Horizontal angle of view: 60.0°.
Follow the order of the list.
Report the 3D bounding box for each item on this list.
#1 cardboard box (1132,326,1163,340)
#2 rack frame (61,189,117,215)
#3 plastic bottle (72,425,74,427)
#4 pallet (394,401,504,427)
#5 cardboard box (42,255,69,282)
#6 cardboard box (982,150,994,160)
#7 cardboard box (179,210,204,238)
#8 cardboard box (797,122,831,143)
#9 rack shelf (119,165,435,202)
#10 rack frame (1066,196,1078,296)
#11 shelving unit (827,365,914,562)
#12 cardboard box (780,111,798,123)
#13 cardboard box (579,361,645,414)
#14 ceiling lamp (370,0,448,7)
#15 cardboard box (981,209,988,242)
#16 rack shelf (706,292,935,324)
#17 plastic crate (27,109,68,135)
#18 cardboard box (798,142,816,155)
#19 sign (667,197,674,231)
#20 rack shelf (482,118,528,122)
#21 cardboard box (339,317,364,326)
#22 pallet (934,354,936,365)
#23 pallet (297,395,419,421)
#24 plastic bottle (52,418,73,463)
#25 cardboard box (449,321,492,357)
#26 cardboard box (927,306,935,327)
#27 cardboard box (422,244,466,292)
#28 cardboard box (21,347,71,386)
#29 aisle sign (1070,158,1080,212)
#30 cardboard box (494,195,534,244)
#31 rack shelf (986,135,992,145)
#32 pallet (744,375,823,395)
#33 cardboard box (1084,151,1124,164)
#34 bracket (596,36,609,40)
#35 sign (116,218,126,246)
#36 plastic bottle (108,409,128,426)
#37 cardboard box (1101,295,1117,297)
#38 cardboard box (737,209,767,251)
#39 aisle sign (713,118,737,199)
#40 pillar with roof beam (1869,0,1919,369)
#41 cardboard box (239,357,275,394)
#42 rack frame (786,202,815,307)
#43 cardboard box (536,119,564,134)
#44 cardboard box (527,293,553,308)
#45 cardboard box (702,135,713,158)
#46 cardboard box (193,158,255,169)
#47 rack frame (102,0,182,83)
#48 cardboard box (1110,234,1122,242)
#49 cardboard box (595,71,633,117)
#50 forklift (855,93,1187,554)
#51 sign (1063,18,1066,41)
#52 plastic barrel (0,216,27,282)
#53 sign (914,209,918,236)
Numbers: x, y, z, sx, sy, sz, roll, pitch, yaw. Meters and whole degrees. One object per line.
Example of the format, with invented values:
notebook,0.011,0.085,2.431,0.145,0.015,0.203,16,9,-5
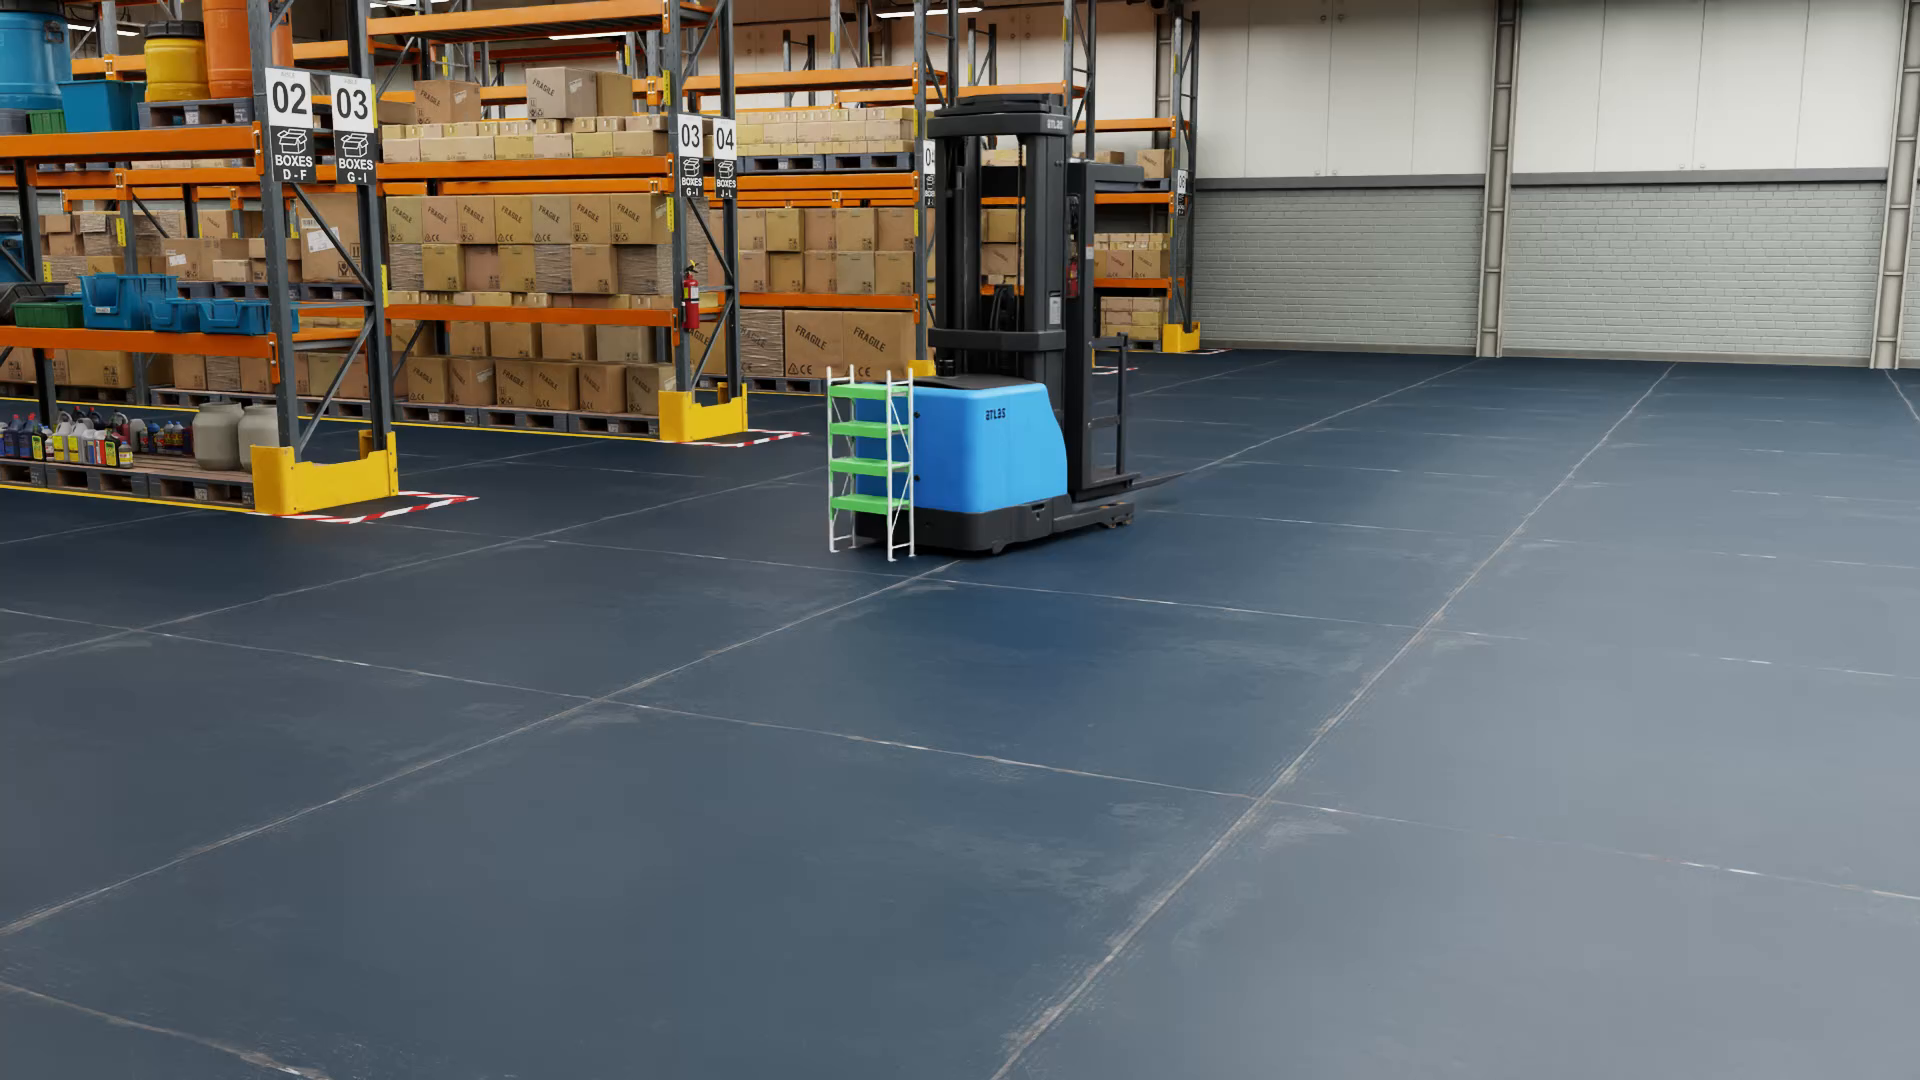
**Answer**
cardboard box,3.443,-3.769,30.175,0.500,0.250,0.500,5,11,26
rack frame,-14.637,-4.598,28.214,0.127,3.000,1.000,5,11,26
plastic bottle,-7.219,-0.801,13.646,0.135,0.276,0.152,5,11,26
pallet,-5.543,-1.449,18.644,1.213,0.211,1.003,5,11,26
cardboard box,-11.212,-3.313,20.831,0.500,0.500,0.500,5,11,24
cardboard box,0.505,-5.952,25.741,0.250,0.149,0.380,5,11,26
cardboard box,-12.057,-5.004,26.534,0.500,0.500,0.500,5,11,24
cardboard box,-1.749,-5.215,21.326,0.500,0.250,0.500,5,11,25
rack shelf,-7.955,-4.148,19.324,4.000,0.370,1.077,5,11,26
rack frame,1.811,-4.136,25.660,0.127,3.000,1.000,5,11,26
shelving unit,-0.571,-0.498,10.612,0.503,1.200,0.258,8,13,36
cardboard box,-2.109,-5.431,21.397,0.250,0.149,0.380,5,11,26
cardboard box,-3.678,-1.623,17.617,0.500,0.500,0.500,9,14,41
ceiling lamp,-9.169,-10.491,27.540,2.000,3.185,0.800,5,11,26
cardboard box,0.303,-4.894,25.923,0.500,0.500,0.700,5,11,25
rack shelf,-2.082,-3.141,22.183,4.000,0.370,1.077,5,11,26
plastic crate,-7.058,-3.281,13.110,0.450,0.188,0.336,5,11,26
cardboard box,-1.876,-5.018,21.356,0.250,0.149,0.380,5,11,26
sign,-2.838,-3.191,16.303,0.005,0.325,0.100,5,11,26
rack shelf,-7.157,-7.325,29.579,4.000,0.370,1.077,5,11,26
cardboard box,-9.099,-3.406,25.361,0.500,0.250,0.500,5,12,27
pallet,-0.060,-2.936,26.859,1.213,0.211,1.003,5,11,26
pallet,-6.860,-1.557,19.242,1.213,0.211,1.003,5,11,26
plastic bottle,-7.262,-0.812,13.498,0.185,0.351,0.144,5,11,25
cardboard box,-6.957,-3.005,24.549,0.750,0.750,1.050,5,11,25
cardboard box,-0.417,-3.503,26.597,0.500,0.500,0.500,6,12,29
cardboard box,-5.352,-2.974,18.122,0.500,0.500,0.875,5,11,26
cardboard box,-11.154,-2.474,21.264,0.875,0.875,1.225,5,11,26
aisle sign,1.738,-5.364,25.146,0.004,0.787,0.394,5,11,26
cardboard box,-4.520,-3.364,17.469,0.500,0.500,0.500,5,11,26
rack shelf,-1.377,-7.803,32.220,4.000,0.370,1.077,5,11,26
pallet,-2.131,-2.112,22.308,1.213,0.211,1.003,5,11,26
cardboard box,2.625,-6.803,30.231,0.500,0.500,0.700,5,11,26
bracket,-7.513,-10.773,35.378,0.430,0.232,0.235,5,11,26
sign,-9.991,-3.664,19.804,0.005,0.325,0.100,5,11,26
plastic bottle,-7.186,-0.945,14.232,0.185,0.351,0.144,5,11,25
cardboard box,2.763,-4.423,30.978,0.500,0.250,0.500,5,11,25
cardboard box,-2.592,-4.134,22.196,0.550,0.550,0.875,5,11,26
aisle sign,-2.386,-3.875,16.921,0.004,0.787,0.394,5,11,26
pillar with roof beam,12.635,-6.447,21.582,0.400,9.000,9.100,5,11,26
cardboard box,-8.124,-2.035,19.836,0.500,0.500,0.700,6,12,31
rack frame,-3.171,-5.559,33.525,0.127,3.000,1.000,5,11,26
cardboard box,-4.125,-4.227,17.044,0.250,0.149,0.380,4,11,23
cardboard box,-4.313,-2.520,17.440,0.250,0.149,0.380,5,11,26
cardboard box,-2.892,-4.035,17.099,0.500,0.250,0.500,5,12,28
cardboard box,-8.514,-4.429,19.276,0.500,0.250,0.500,5,12,27
rack frame,-9.748,-6.136,19.864,0.127,3.000,1.000,5,11,26
cardboard box,2.917,-5.501,30.263,0.250,0.149,0.380,5,11,26
cardboard box,-3.786,-4.631,17.453,0.500,0.500,0.500,5,11,26
forklift,0.583,-1.566,11.652,1.130,2.935,3.031,8,13,36
sign,1.547,-7.538,24.547,0.005,0.325,0.100,5,11,26
plastic barrel,-8.565,-2.403,14.677,0.708,0.901,0.600,5,11,26
sign,-0.541,-3.938,20.651,0.005,0.325,0.100,5,11,26
